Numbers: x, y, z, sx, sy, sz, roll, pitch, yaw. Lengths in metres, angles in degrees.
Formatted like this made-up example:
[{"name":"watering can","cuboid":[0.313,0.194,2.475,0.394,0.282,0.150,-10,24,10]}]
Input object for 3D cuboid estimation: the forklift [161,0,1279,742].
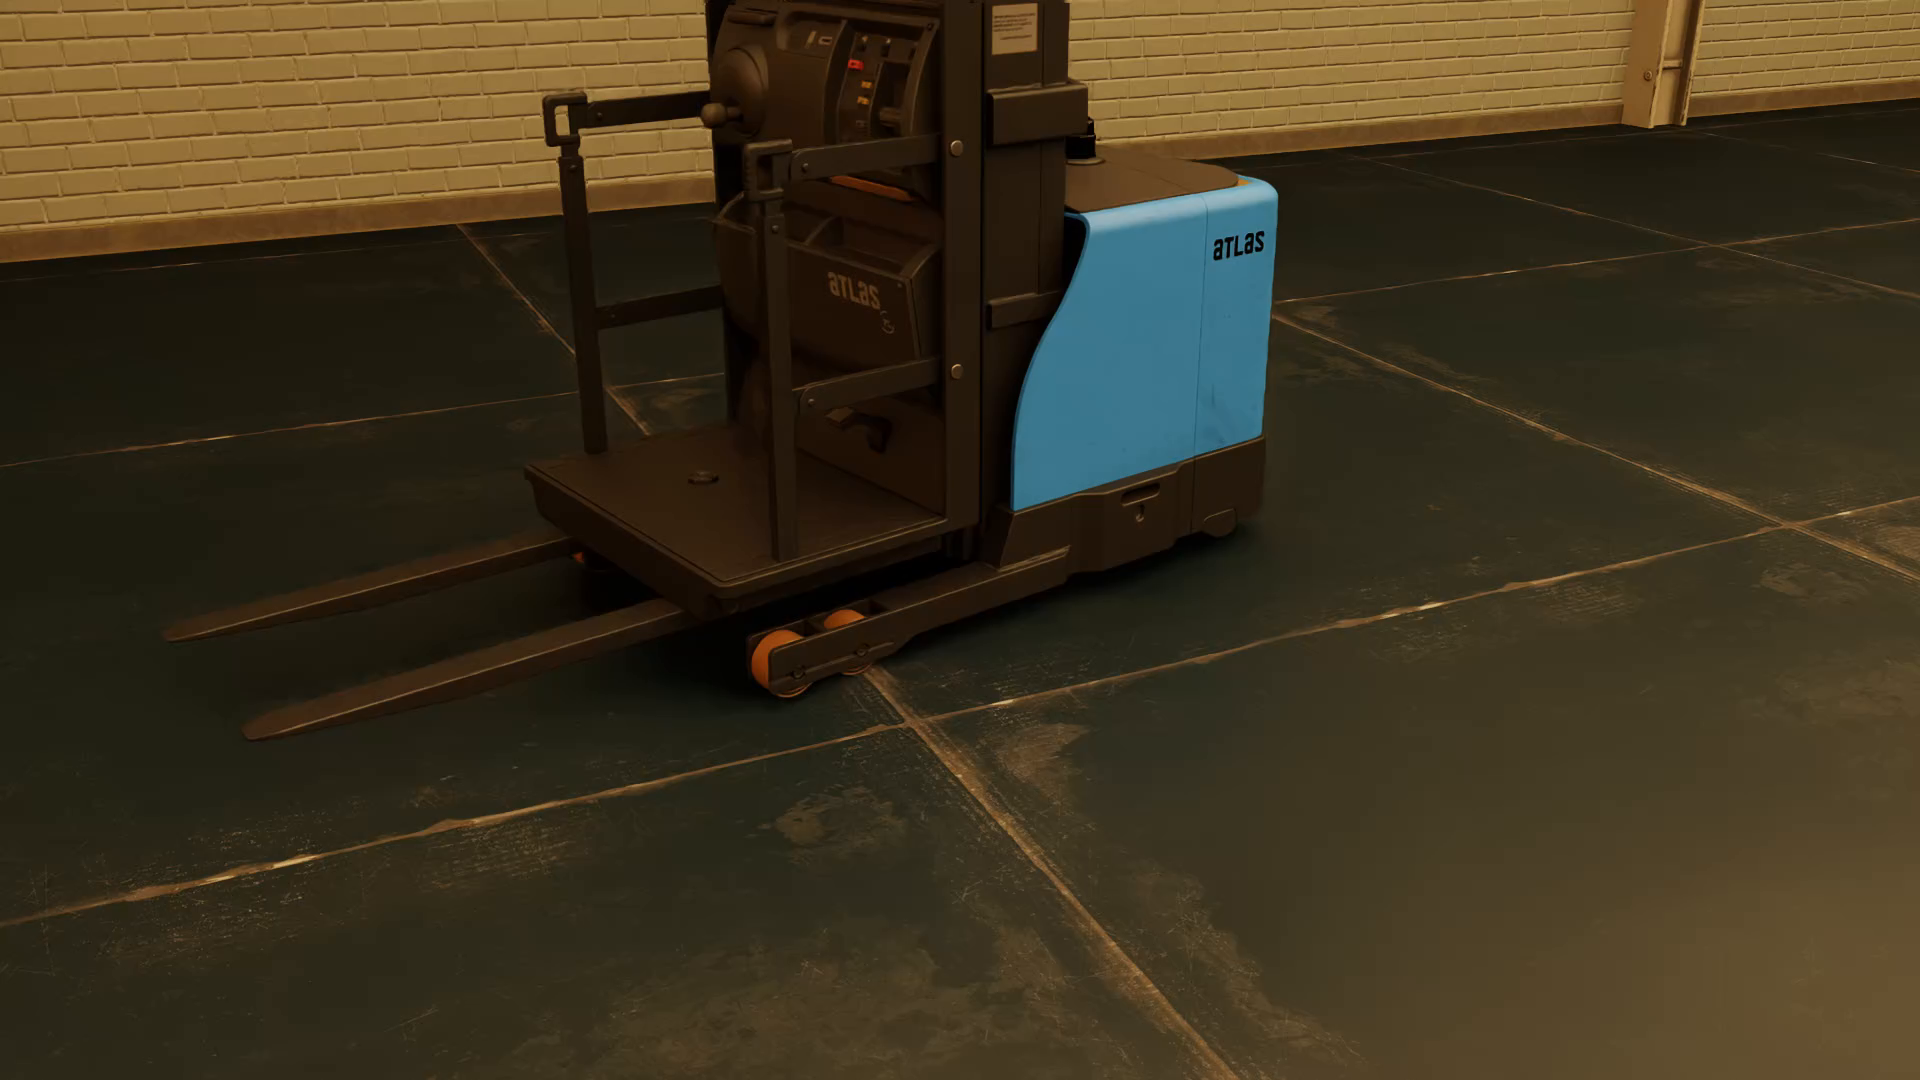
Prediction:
[{"name":"forklift","cuboid":[-0.529,-1.188,4.145,3.031,2.935,1.130,-17,28,-35]}]
